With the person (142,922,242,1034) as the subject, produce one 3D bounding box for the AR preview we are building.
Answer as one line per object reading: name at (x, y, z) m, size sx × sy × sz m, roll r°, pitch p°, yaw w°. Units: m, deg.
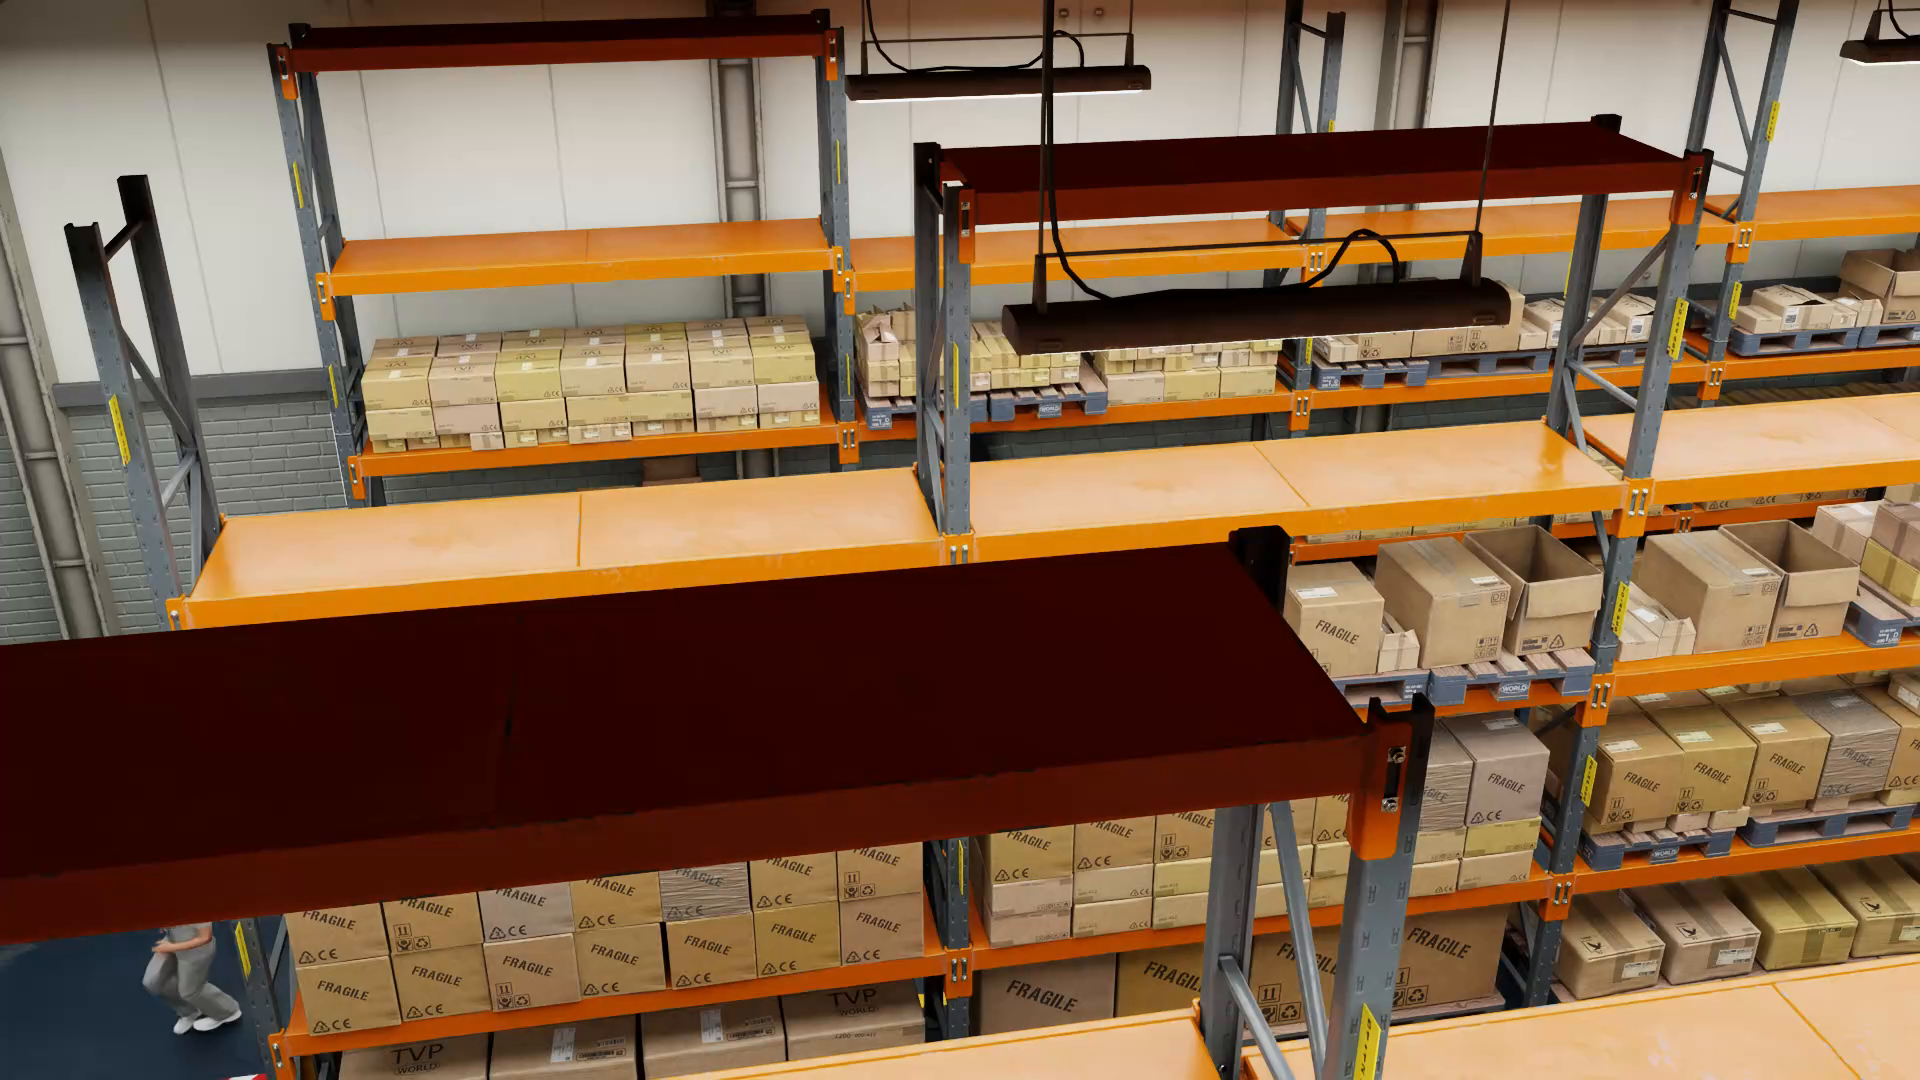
person at (-5.067, 2.690, 10.900) m, size 0.530 × 1.609 × 0.624 m, roll -22°, pitch 34°, yaw -38°
